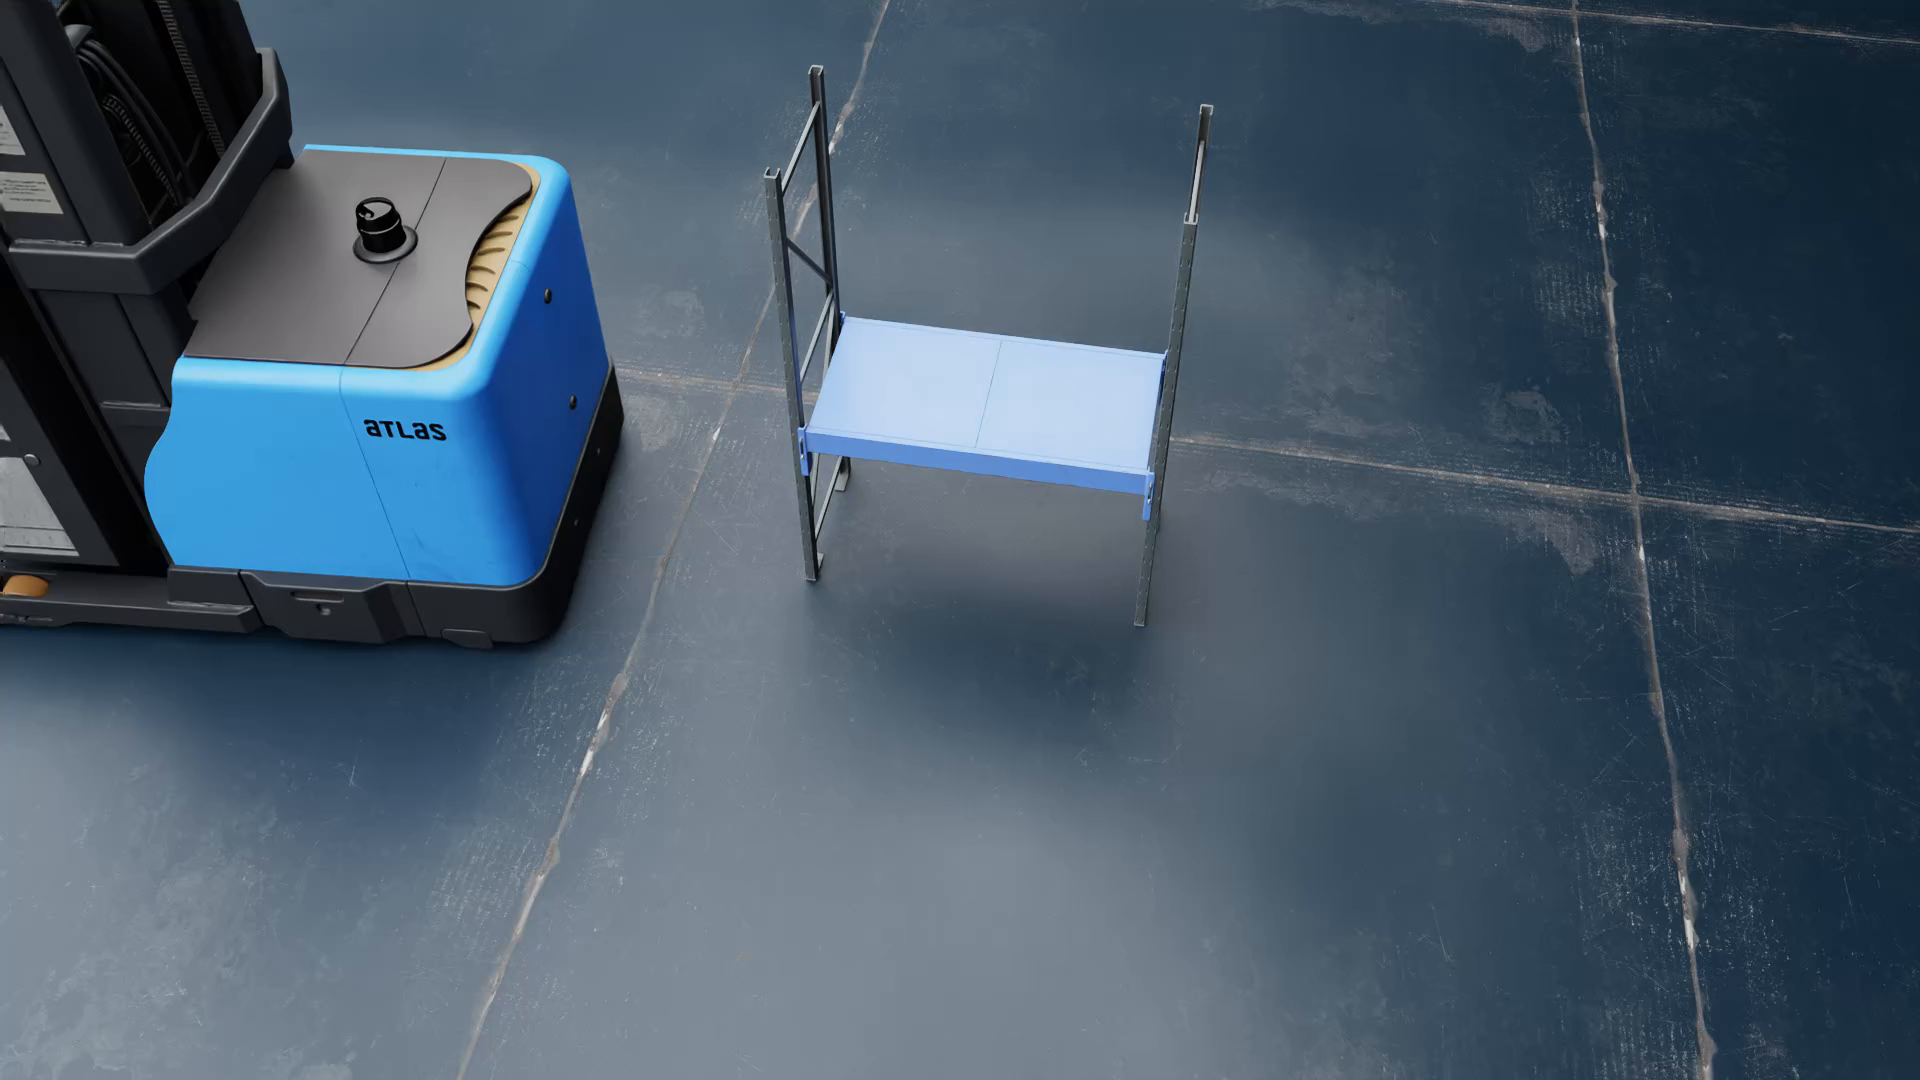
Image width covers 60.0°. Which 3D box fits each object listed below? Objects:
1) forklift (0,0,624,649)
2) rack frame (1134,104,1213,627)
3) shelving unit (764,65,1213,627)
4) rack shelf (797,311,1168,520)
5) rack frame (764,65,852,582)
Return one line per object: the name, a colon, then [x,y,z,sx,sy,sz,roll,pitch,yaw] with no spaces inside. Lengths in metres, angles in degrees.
forklift: [-2.658,-1.107,4.275,3.031,2.935,1.130,4,48,3]
rack frame: [0.584,-0.423,4.622,0.032,1.500,0.500,8,49,7]
shelving unit: [0.084,-0.490,4.682,1.048,1.500,0.538,8,49,7]
rack shelf: [0.084,-0.370,4.816,1.000,0.185,0.538,8,49,7]
rack frame: [-0.416,-0.557,4.742,0.032,1.500,0.500,8,49,7]
